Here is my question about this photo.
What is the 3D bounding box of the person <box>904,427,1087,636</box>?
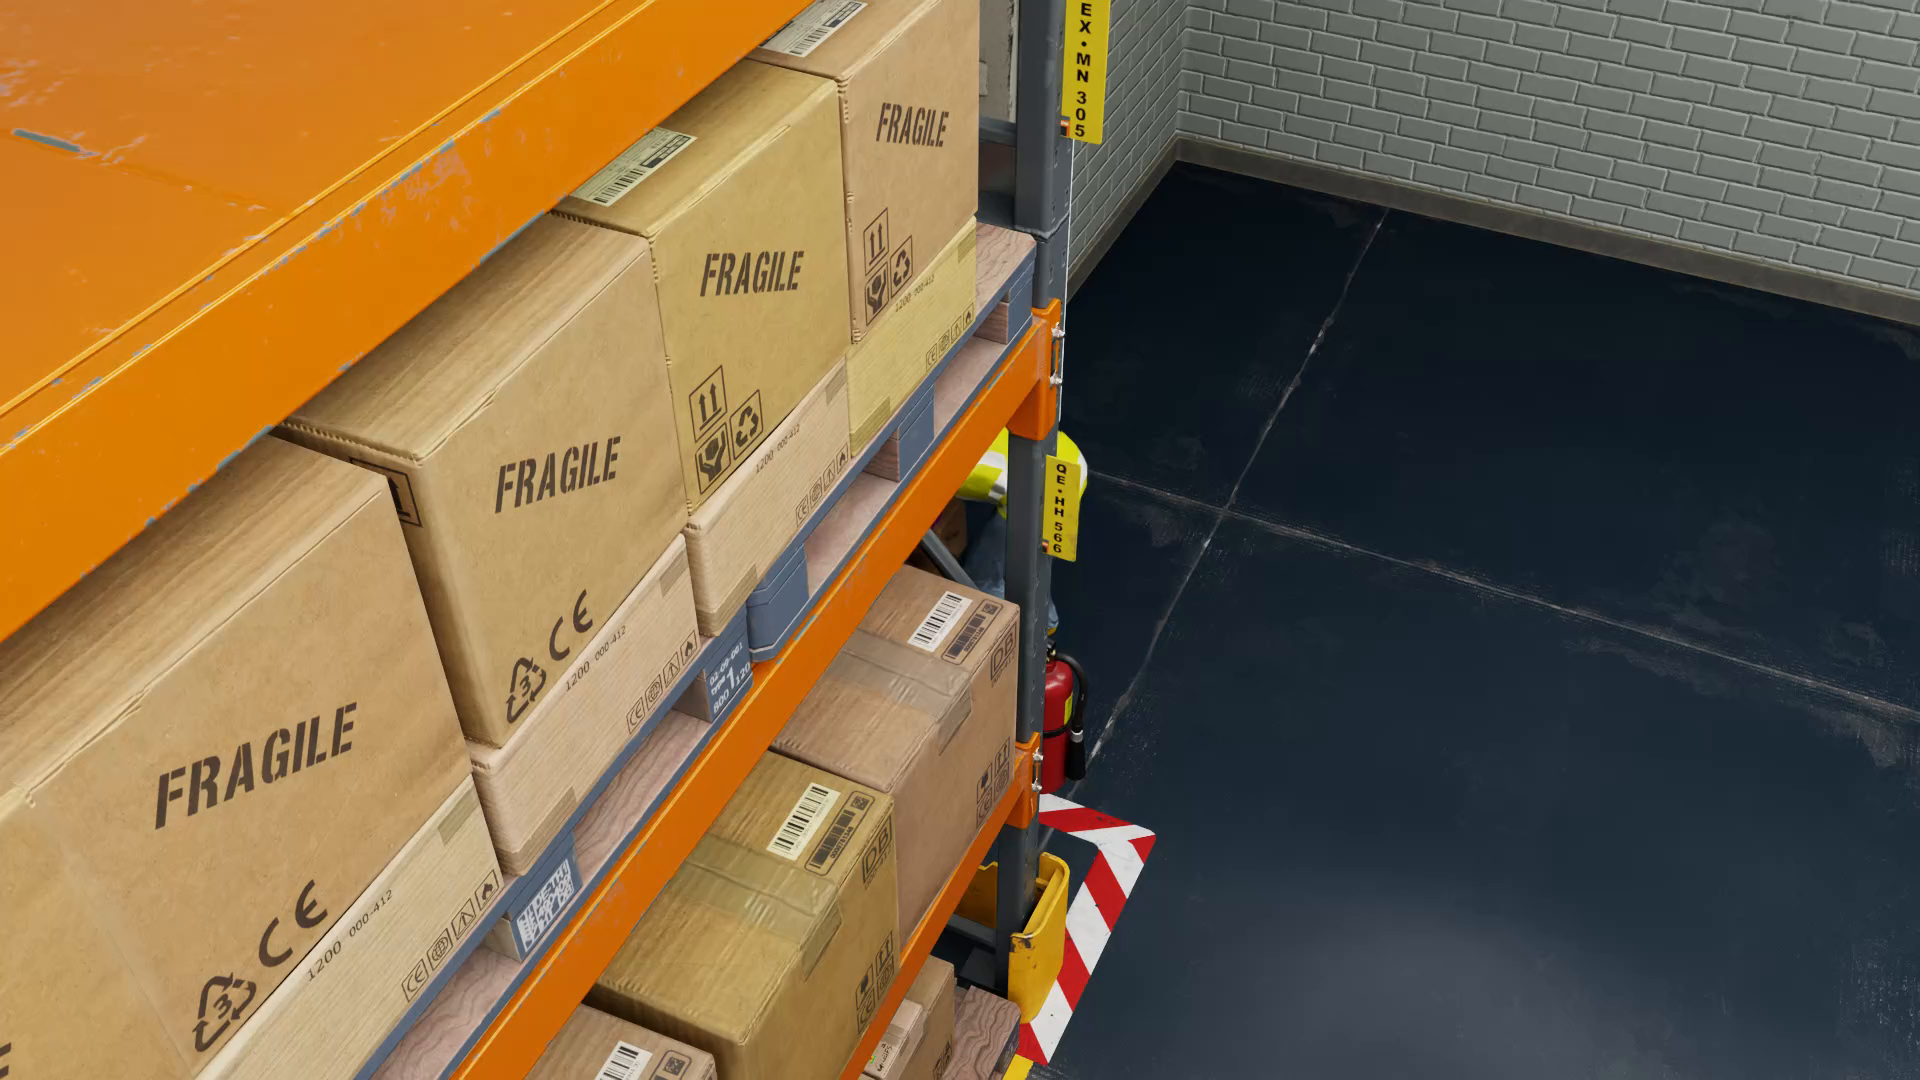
[{"bbox_3d":[0.007,-0.070,6.647,0.967,1.193,0.475,16,44,17],"label":"person"}]
